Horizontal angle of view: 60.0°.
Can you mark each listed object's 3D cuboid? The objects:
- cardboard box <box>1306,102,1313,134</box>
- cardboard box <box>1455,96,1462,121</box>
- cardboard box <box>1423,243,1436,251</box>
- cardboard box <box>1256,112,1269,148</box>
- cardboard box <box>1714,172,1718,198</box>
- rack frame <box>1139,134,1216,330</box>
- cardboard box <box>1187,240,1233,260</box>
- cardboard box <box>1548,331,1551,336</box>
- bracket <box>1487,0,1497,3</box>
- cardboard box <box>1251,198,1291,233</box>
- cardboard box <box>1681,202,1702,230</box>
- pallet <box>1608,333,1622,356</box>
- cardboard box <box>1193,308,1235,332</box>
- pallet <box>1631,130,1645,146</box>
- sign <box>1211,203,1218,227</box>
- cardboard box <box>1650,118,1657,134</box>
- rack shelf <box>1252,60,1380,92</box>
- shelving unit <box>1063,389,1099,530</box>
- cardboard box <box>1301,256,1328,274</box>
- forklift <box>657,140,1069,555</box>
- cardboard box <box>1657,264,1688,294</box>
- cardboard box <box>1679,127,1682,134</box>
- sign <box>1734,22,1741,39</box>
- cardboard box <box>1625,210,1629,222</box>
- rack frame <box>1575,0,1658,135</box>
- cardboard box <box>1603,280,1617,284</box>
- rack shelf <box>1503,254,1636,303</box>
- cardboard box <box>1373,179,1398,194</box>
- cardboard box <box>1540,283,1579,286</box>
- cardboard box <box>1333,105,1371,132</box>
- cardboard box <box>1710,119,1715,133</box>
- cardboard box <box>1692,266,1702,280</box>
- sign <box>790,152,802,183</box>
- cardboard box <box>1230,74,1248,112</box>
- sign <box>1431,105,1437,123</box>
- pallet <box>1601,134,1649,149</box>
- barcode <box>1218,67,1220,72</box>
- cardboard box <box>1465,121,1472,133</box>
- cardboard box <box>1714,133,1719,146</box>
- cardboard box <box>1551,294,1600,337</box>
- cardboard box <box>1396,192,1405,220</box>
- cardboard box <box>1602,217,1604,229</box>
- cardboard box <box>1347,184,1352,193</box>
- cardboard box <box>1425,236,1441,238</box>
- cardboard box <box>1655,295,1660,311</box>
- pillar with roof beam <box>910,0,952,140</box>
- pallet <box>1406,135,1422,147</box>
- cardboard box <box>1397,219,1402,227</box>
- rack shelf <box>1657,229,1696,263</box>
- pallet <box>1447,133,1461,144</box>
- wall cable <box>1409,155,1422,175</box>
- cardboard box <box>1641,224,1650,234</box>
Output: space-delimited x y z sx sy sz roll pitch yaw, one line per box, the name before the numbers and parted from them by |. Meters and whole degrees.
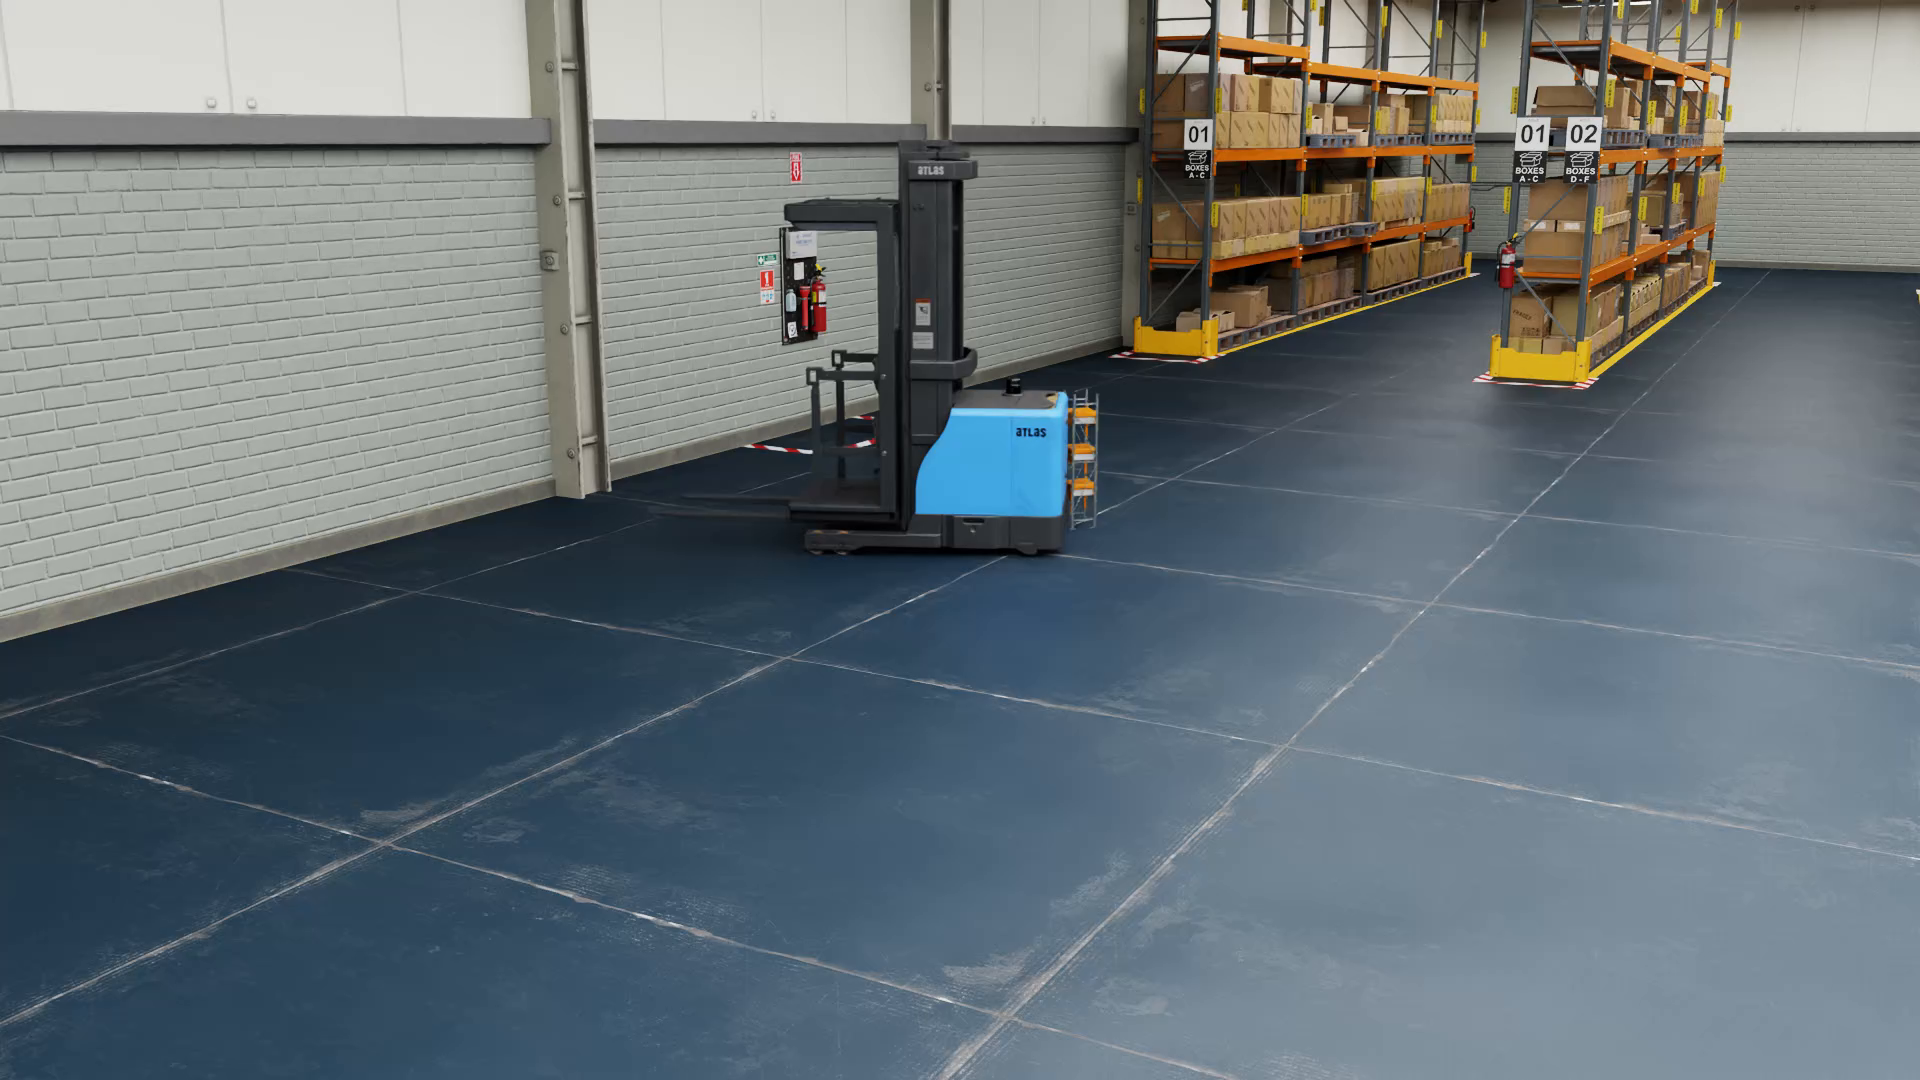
cardboard box | 5.266 -6.716 26.480 0.500 0.500 0.500 10 17 36
cardboard box | 10.121 -8.976 34.574 0.500 0.500 0.500 7 15 26
cardboard box | 9.576 -6.038 34.234 0.380 0.149 0.250 8 16 30
cardboard box | 4.157 -5.963 24.212 0.500 0.500 0.500 8 16 31
cardboard box | 14.853 -7.111 33.284 0.500 0.500 0.500 8 16 30
rack frame | 2.998 -4.081 23.060 1.000 3.000 0.127 7 15 28
cardboard box | 3.512 -4.082 23.342 0.500 0.250 0.500 7 15 26
cardboard box | 7.568 -2.635 22.035 0.500 0.250 0.500 7 15 28
bracket | 12.938 -13.213 40.459 0.235 0.232 0.430 7 15 28
cardboard box | 4.738 -4.968 25.417 0.500 0.500 0.500 7 15 28
cardboard box | 13.622 -6.105 31.242 0.500 0.500 0.500 8 16 30
pallet | 8.849 -2.827 23.809 1.003 0.211 1.213 7 15 28
cardboard box | 3.687 -3.236 24.356 0.500 0.311 0.500 9 16 33
pallet | 8.880 -5.578 23.060 1.003 0.211 1.213 7 15 28
sign | 3.473 -4.440 22.704 0.100 0.325 0.005 7 15 28
cardboard box | 10.509 -6.426 25.812 0.500 0.250 0.500 7 15 27
rack shelf | 5.899 -7.684 27.594 1.077 0.370 4.000 7 15 28
shelving unit | 0.925 -0.625 12.884 0.215 1.050 0.252 -4 14 -15
cardboard box | 5.988 -4.716 28.489 0.500 0.250 0.500 7 15 28
forklift | -0.717 -1.444 12.268 3.031 2.935 1.130 1 14 6
cardboard box | 12.903 -4.747 30.218 0.500 0.500 0.500 7 15 28
cardboard box | 11.632 -6.866 28.001 0.910 0.500 0.500 7 15 28
sign | 15.547 -10.183 33.242 0.100 0.325 0.005 7 15 28
cardboard box | 9.326 -4.625 23.720 0.380 0.149 0.250 7 15 28
rack frame | 9.270 -7.257 23.436 1.000 3.000 0.127 7 15 28
cardboard box | 10.198 -4.014 26.559 0.500 0.311 0.500 7 15 27
rack shelf | 8.303 -3.581 22.522 1.077 0.370 4.000 7 15 28
cardboard box | 7.808 -6.567 30.882 0.500 0.250 0.500 7 15 28
cardboard box | 8.537 -3.410 23.648 0.500 0.500 0.500 7 15 28
cardboard box | 7.045 -7.547 29.885 0.700 0.500 0.500 6 15 24
cardboard box | 14.082 -7.886 31.698 0.500 0.250 0.500 7 15 28
cardboard box | 14.538 -5.349 33.249 0.500 0.250 0.500 7 15 28
sign | -1.640 -3.725 16.640 0.001 0.298 0.199 7 15 28
cardboard box | 3.684 -6.232 23.194 0.500 0.500 0.500 7 15 27
sign | 9.279 -8.346 32.577 0.100 0.325 0.005 7 15 28
pallet | 9.685 -5.889 24.567 0.805 0.209 1.217 7 15 26
barcode | 3.883 -7.047 24.909 0.001 0.075 0.075 7 15 28
cardboard box | 10.611 -8.821 35.534 0.500 0.250 0.500 8 16 30
cardboard box | 14.572 -7.848 32.605 0.500 0.250 0.500 7 15 28
cardboard box | 8.030 -2.940 21.699 0.500 0.500 0.500 7 15 28
cardboard box | 8.071 -6.312 31.422 0.500 0.500 0.500 8 16 30
cardboard box | 8.212 -4.152 21.760 0.380 0.149 0.250 7 15 26
cardboard box | 6.725 -6.226 29.421 0.380 0.149 0.250 5 15 21
cardboard box | 10.367 -6.561 36.402 0.380 0.149 0.250 7 15 28
cardboard box | 11.163 -3.894 27.254 0.500 0.250 0.500 8 16 29
pillar with roof beam | 3.447 -5.520 16.230 9.100 9.000 0.400 7 15 28
pallet | 8.399 -7.714 32.140 0.805 0.209 1.217 7 15 26
cardboard box | 8.231 -6.073 31.818 0.380 0.149 0.250 7 15 26
rack shelf | 12.170 -5.222 29.330 1.077 0.370 4.000 7 15 28
pallet | 9.795 -8.374 34.657 1.003 0.211 1.213 7 15 28
wall cable | 10.524 -8.227 38.092 0.084 1.984 1.851 7 15 28
cardboard box | 10.990 -5.049 27.265 0.500 0.311 0.500 9 16 32
